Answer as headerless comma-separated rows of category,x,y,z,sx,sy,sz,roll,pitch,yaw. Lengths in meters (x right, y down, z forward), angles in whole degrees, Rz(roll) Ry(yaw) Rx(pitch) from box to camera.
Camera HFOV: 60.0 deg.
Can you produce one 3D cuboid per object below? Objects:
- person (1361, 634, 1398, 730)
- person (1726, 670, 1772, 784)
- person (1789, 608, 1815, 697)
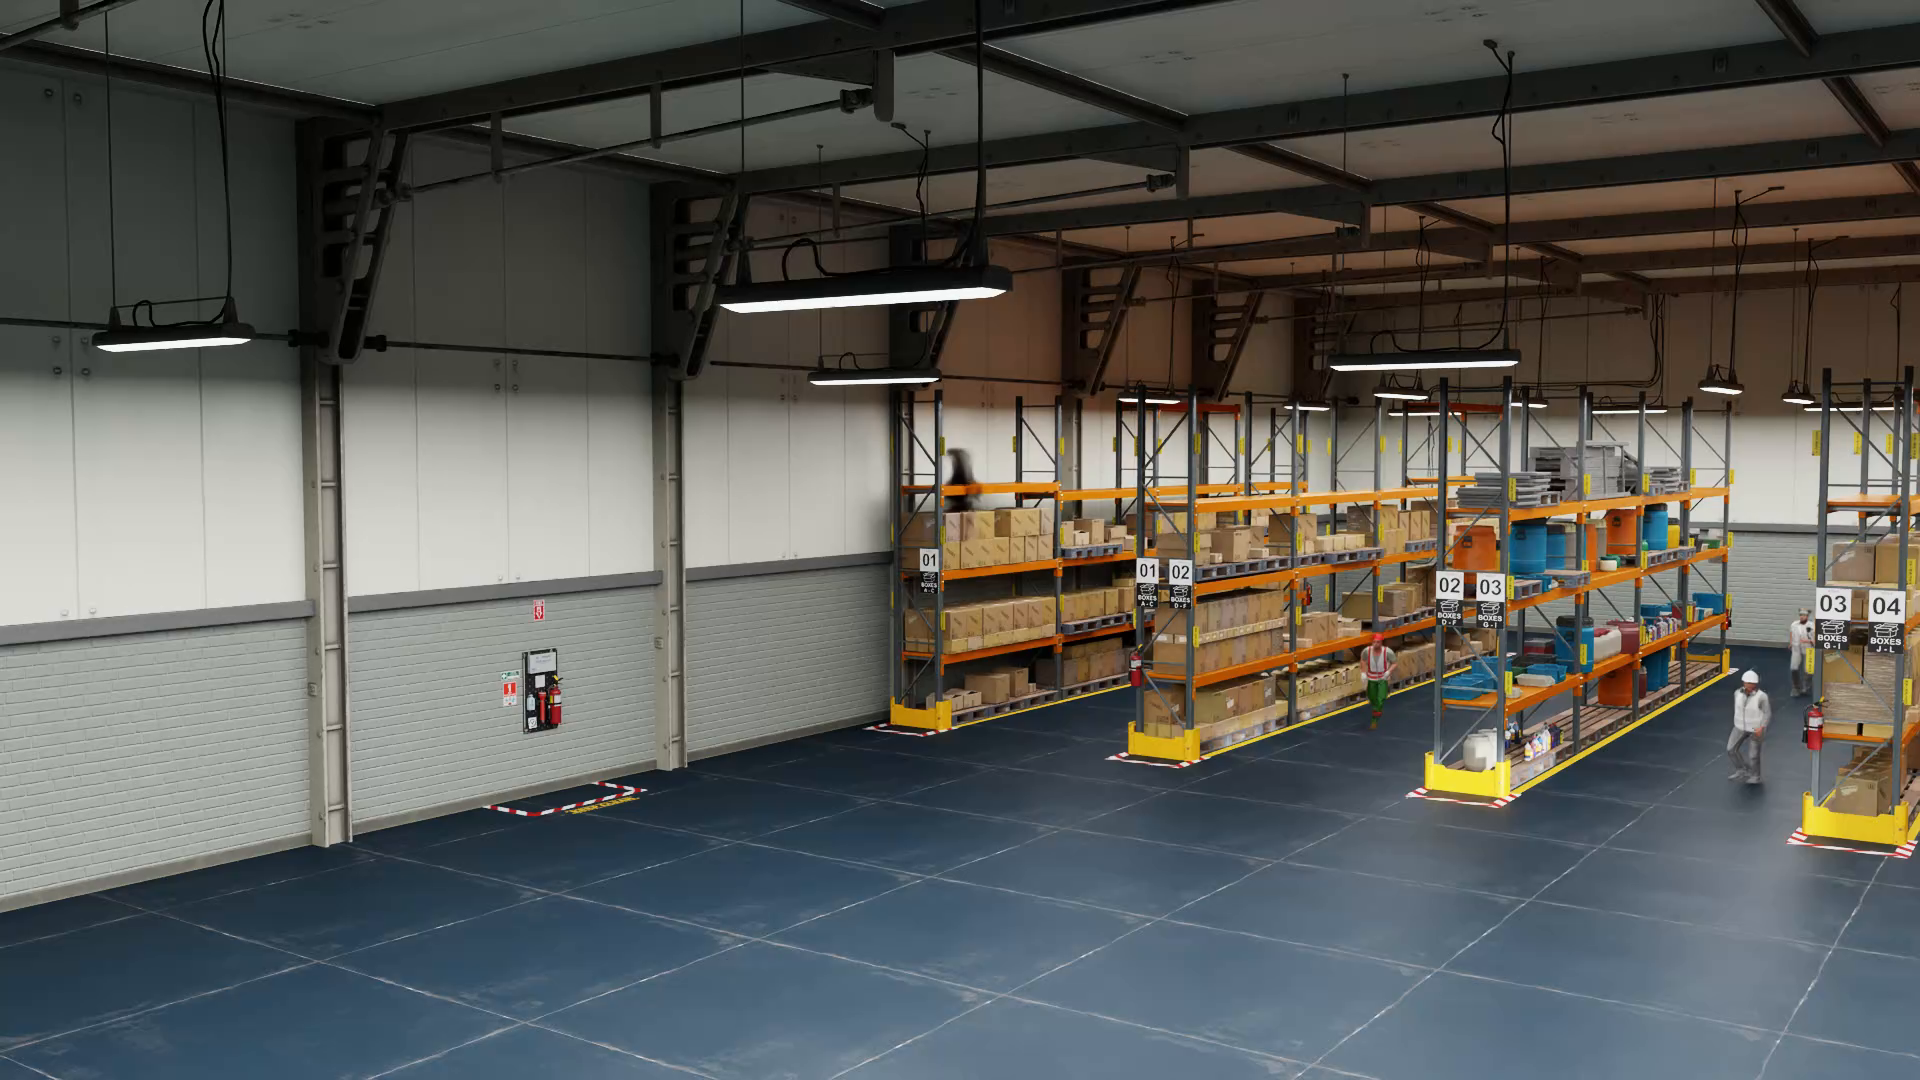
person,7.426,2.492,29.494,0.641,1.715,0.692,1,3,15
person,11.618,2.757,24.420,0.734,1.711,0.654,-3,4,-40
person,16.860,2.254,33.228,0.626,1.815,0.714,3,4,38
